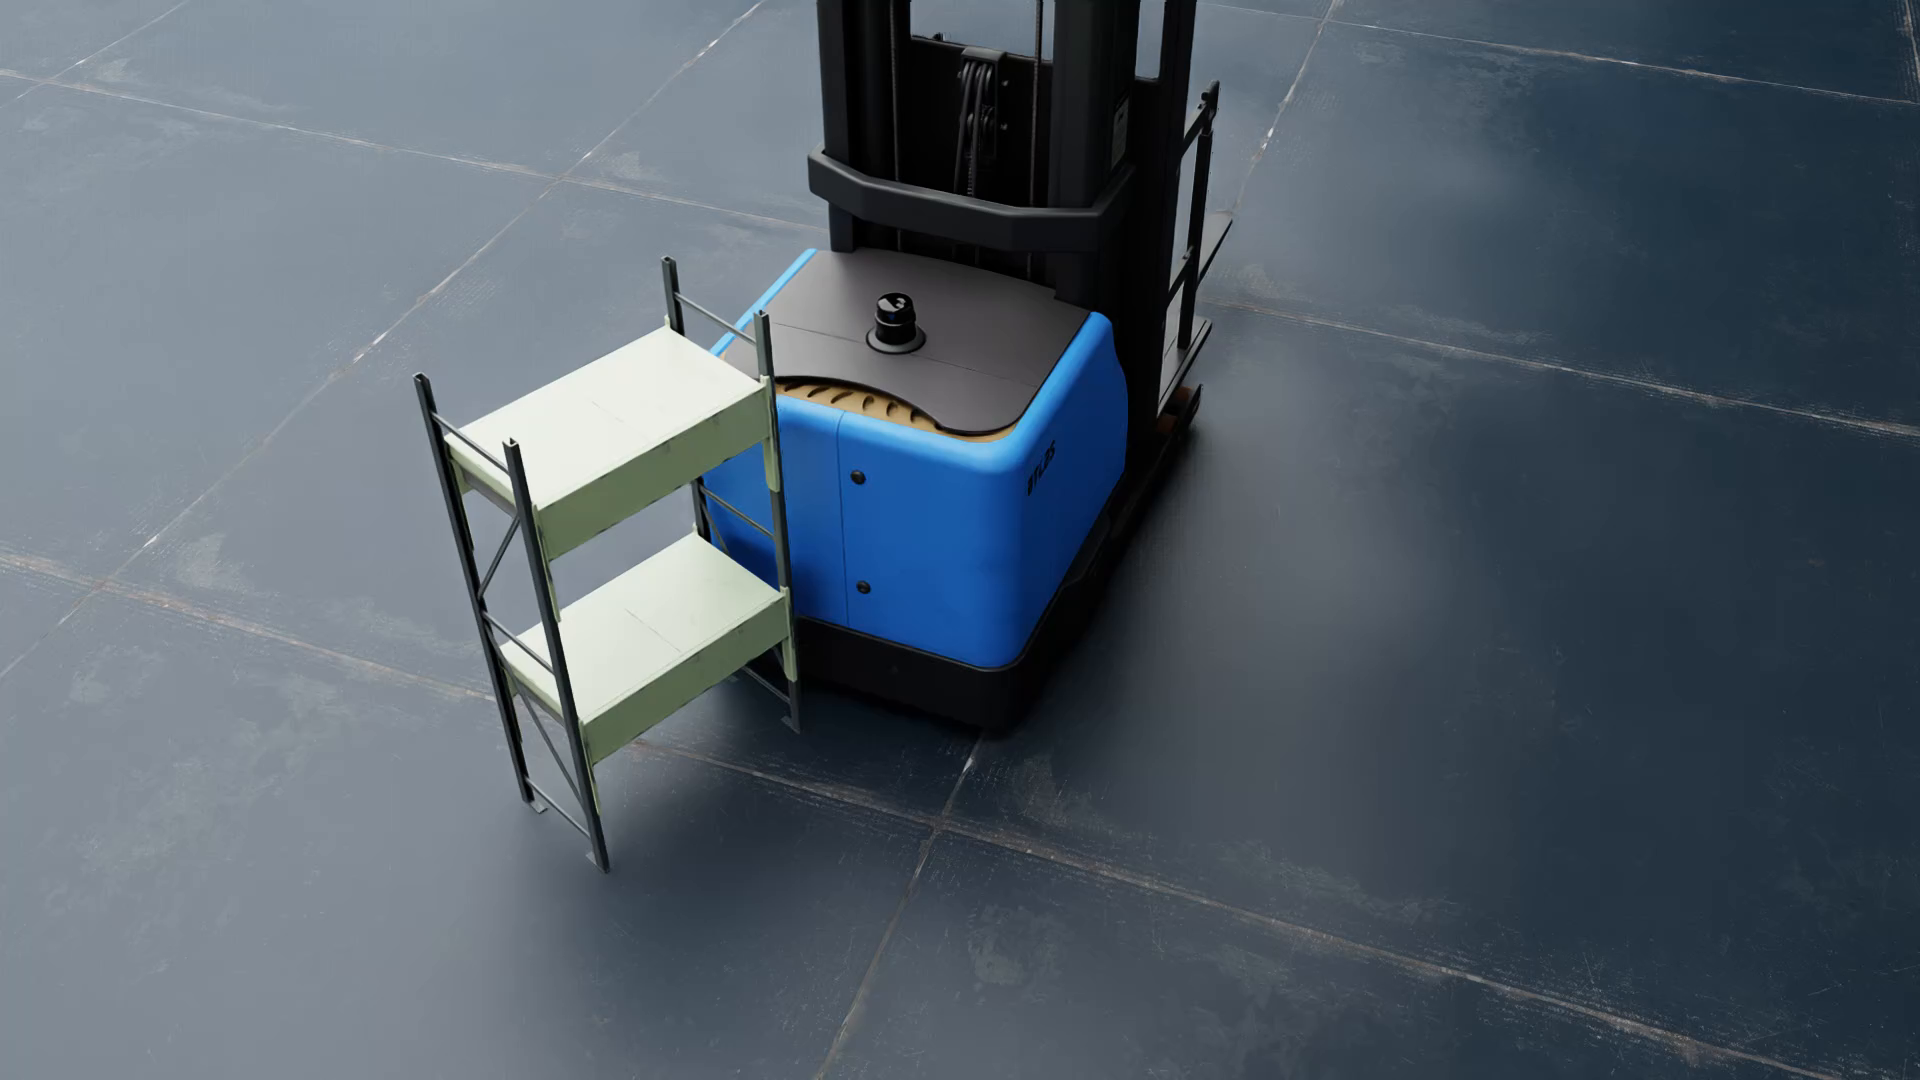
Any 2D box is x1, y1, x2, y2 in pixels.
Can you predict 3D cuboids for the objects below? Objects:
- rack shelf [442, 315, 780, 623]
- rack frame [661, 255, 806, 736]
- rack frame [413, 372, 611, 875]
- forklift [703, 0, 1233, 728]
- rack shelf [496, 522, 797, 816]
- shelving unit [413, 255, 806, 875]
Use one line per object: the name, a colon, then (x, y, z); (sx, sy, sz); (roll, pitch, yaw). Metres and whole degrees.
rack shelf: (-0.876, -0.197, 4.224); (0.431, 0.370, 0.720); (32, 50, 32)
rack frame: (-0.622, -0.071, 4.678); (0.400, 1.500, 0.023); (32, 50, 32)
rack frame: (-1.130, 0.271, 4.277); (0.400, 1.500, 0.023); (32, 50, 32)
forklift: (0.253, -1.513, 5.265); (1.130, 2.935, 3.031); (15, 43, 17)
rack shelf: (-0.876, 0.348, 4.689); (0.431, 0.370, 0.720); (32, 50, 32)
shelving unit: (-0.876, 0.100, 4.478); (0.431, 1.500, 0.755); (32, 50, 32)
